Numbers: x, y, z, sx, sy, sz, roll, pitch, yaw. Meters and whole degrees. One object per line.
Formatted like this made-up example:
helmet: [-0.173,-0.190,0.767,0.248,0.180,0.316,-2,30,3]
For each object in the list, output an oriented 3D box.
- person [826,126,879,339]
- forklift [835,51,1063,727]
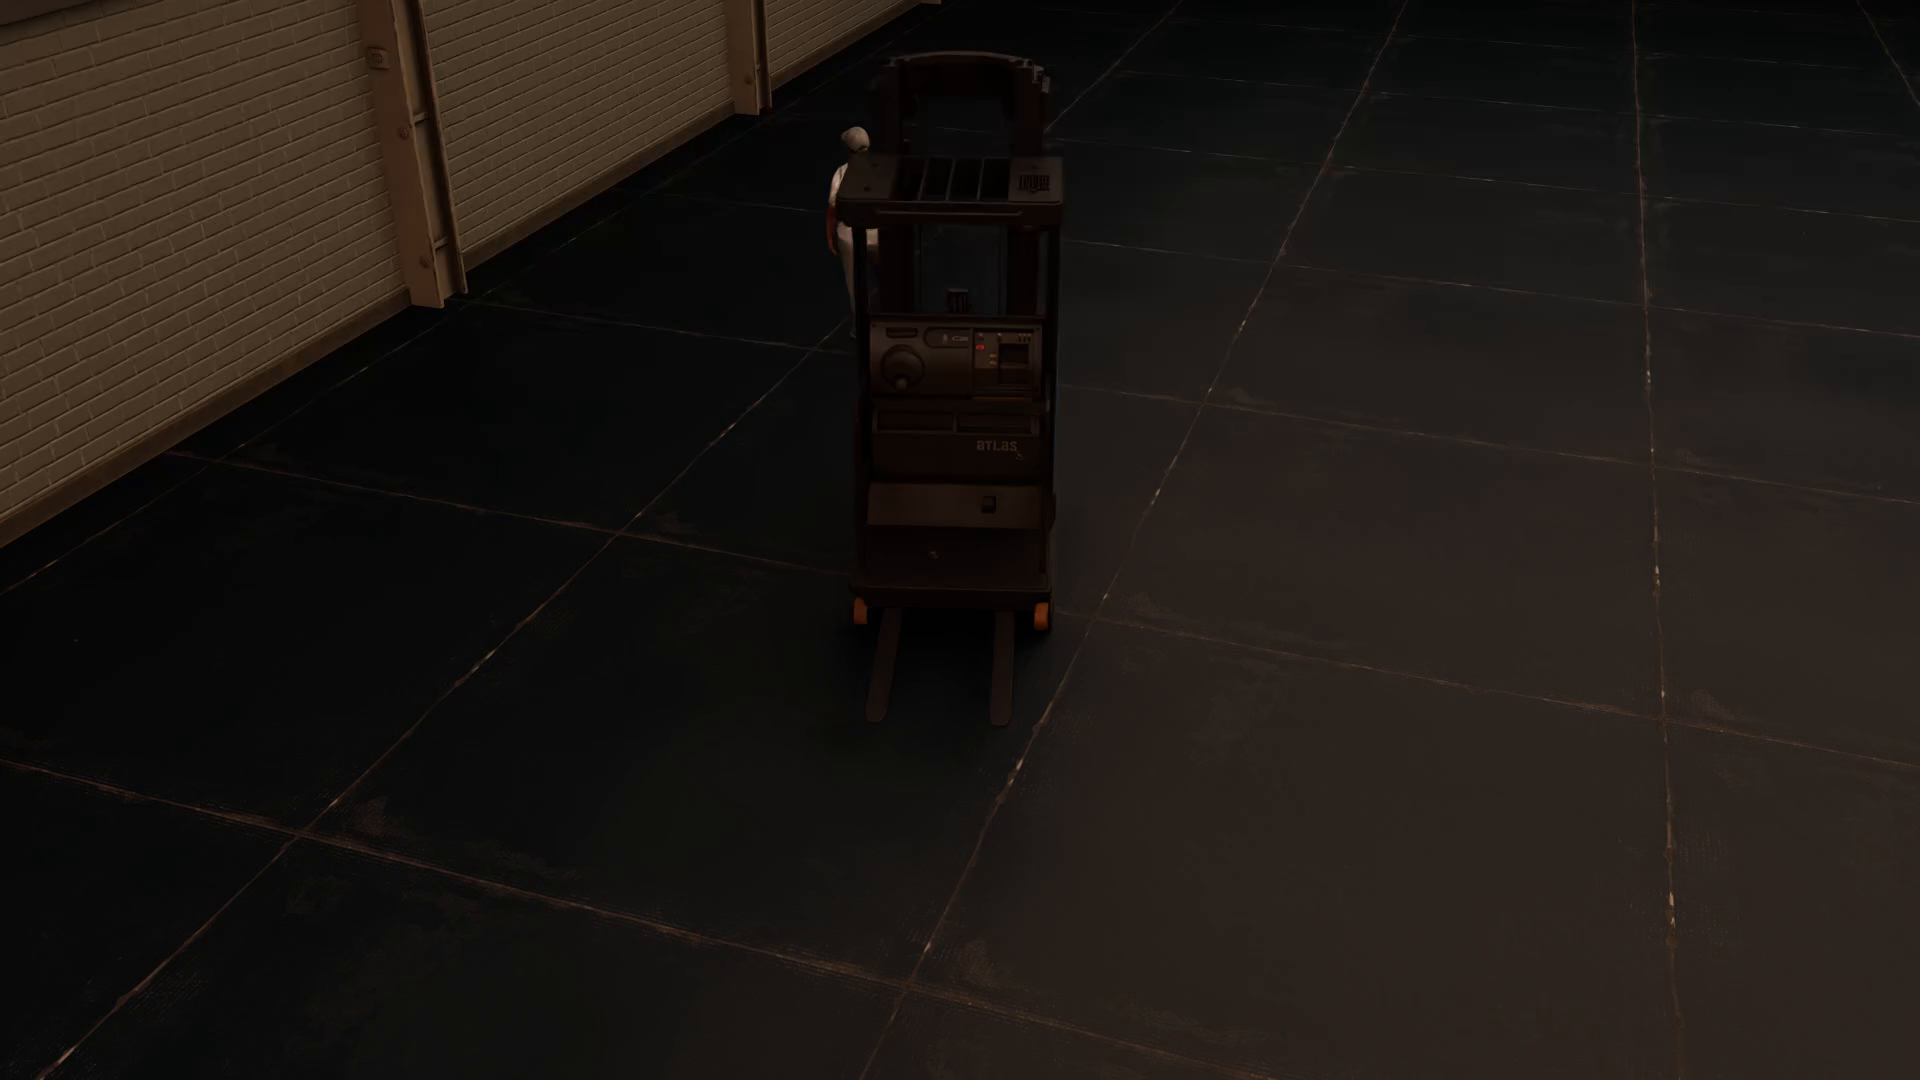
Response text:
person: [-0.707,-2.288,12.413,0.597,1.669,0.530,-6,30,-10]
forklift: [-0.032,-0.935,8.777,1.130,2.935,3.031,2,30,3]
